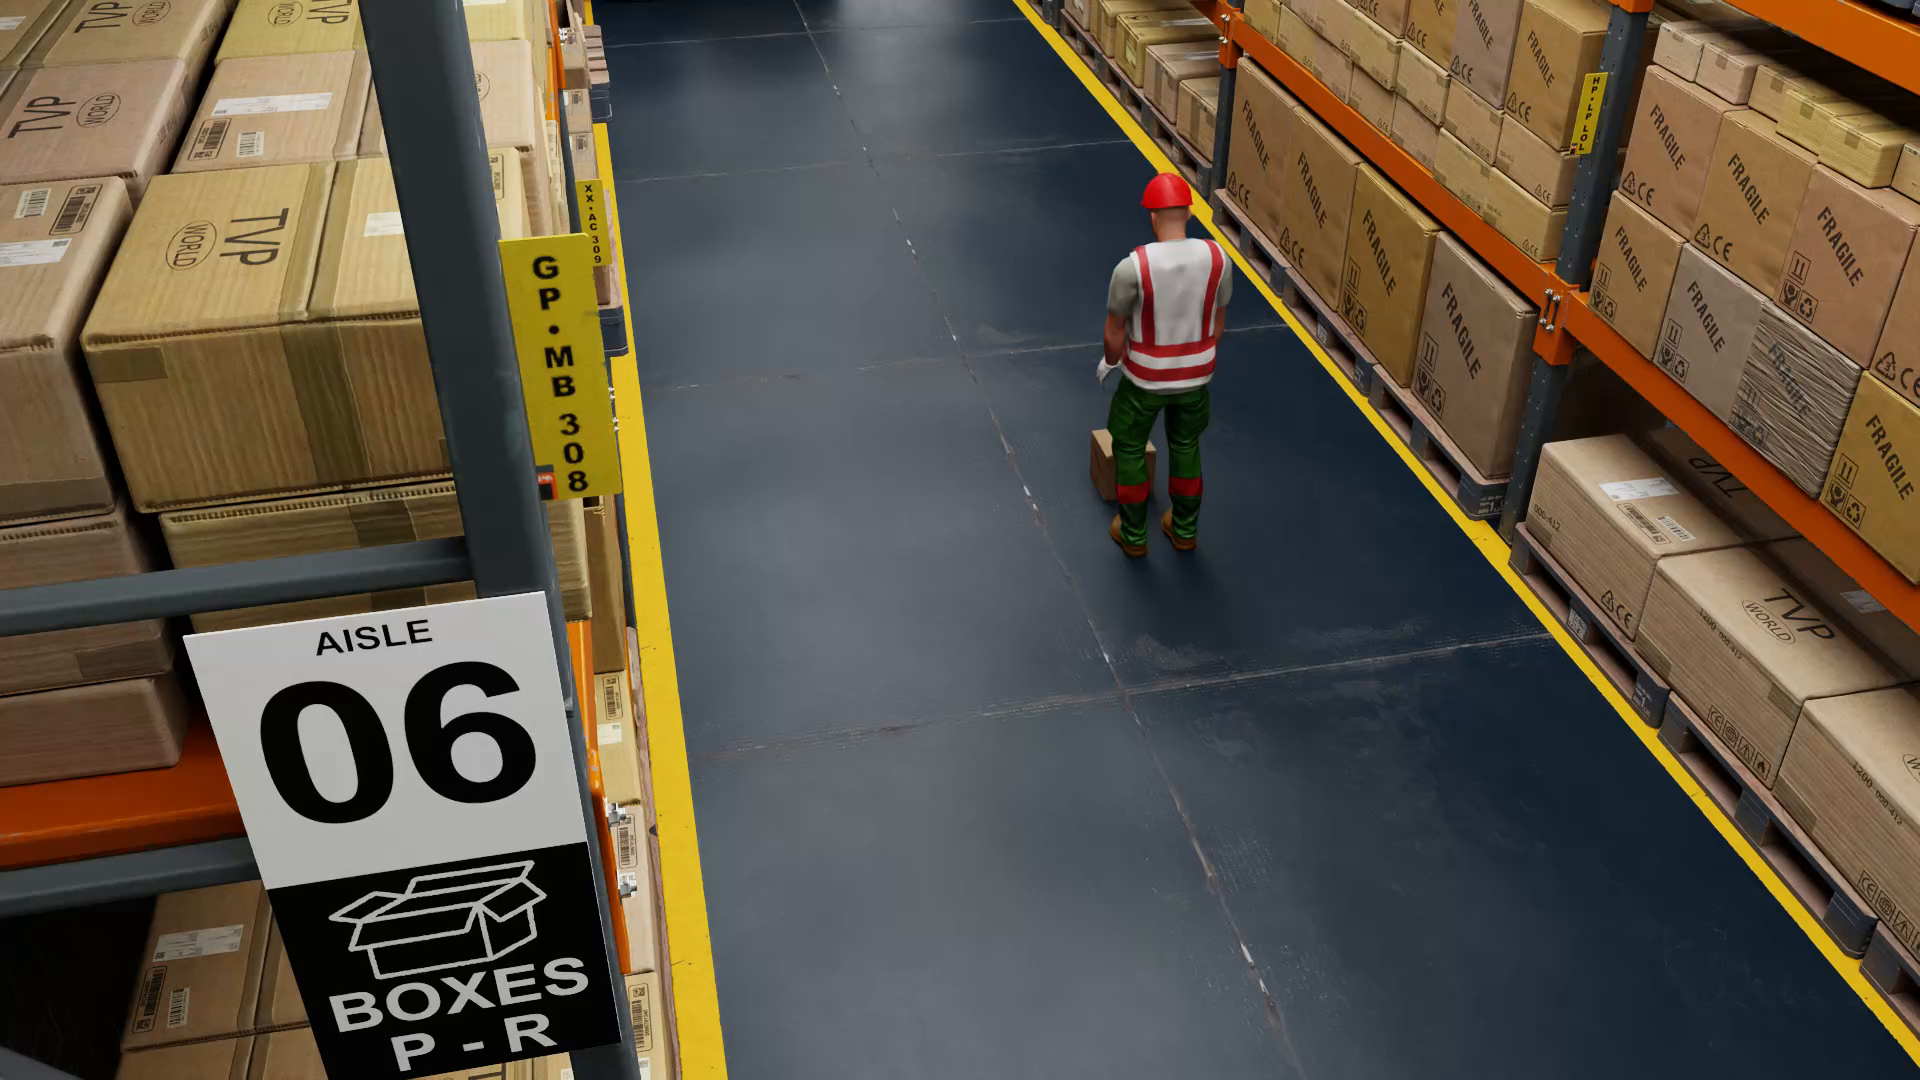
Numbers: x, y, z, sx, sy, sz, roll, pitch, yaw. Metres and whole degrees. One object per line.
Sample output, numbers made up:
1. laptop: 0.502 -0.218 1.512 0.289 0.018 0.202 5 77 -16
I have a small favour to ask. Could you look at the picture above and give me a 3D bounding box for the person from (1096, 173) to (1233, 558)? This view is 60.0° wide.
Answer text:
1. person: 0.869 -0.735 7.238 0.534 1.757 0.414 -6 35 -9
